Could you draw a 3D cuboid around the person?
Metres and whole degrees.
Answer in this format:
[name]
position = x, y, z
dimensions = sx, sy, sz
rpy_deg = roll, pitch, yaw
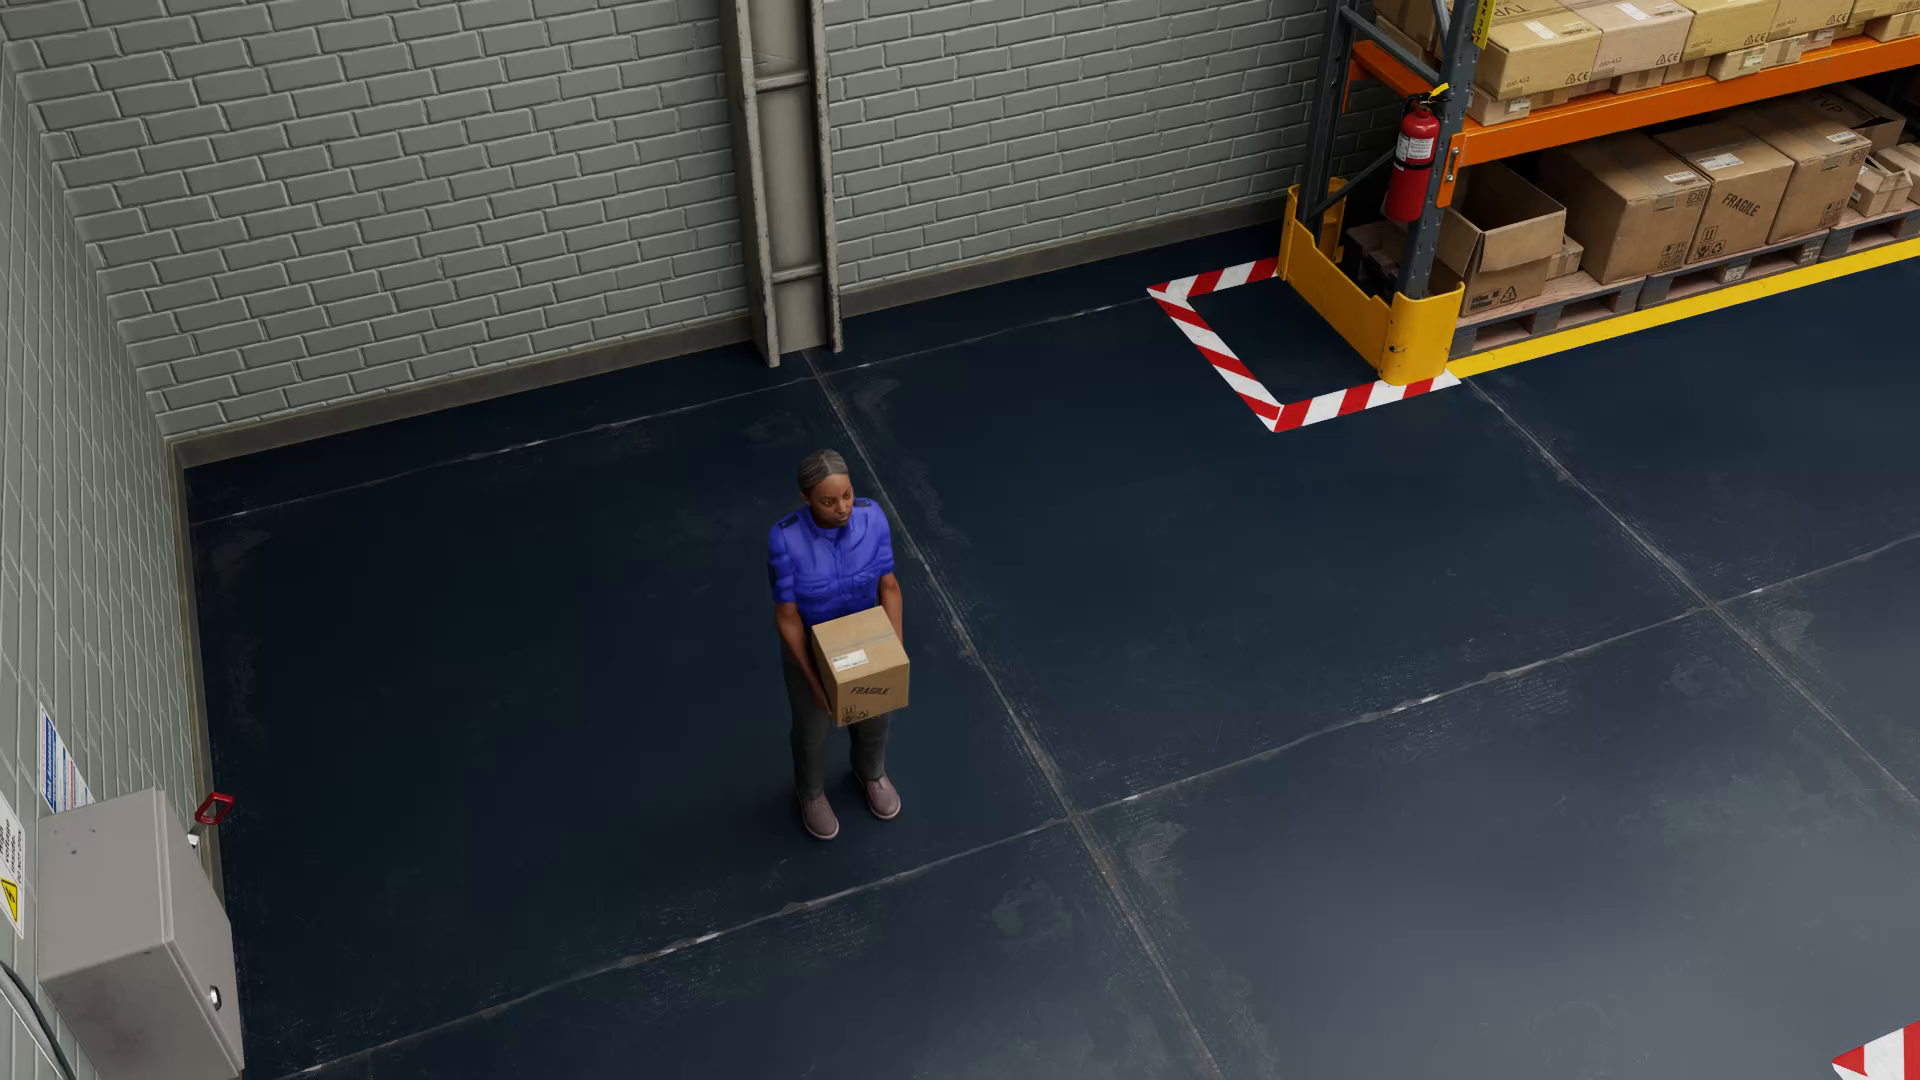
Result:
[person]
position = -0.396, 0.419, 5.705
dimensions = 0.441, 1.656, 0.499
rpy_deg = -16, 44, -17
